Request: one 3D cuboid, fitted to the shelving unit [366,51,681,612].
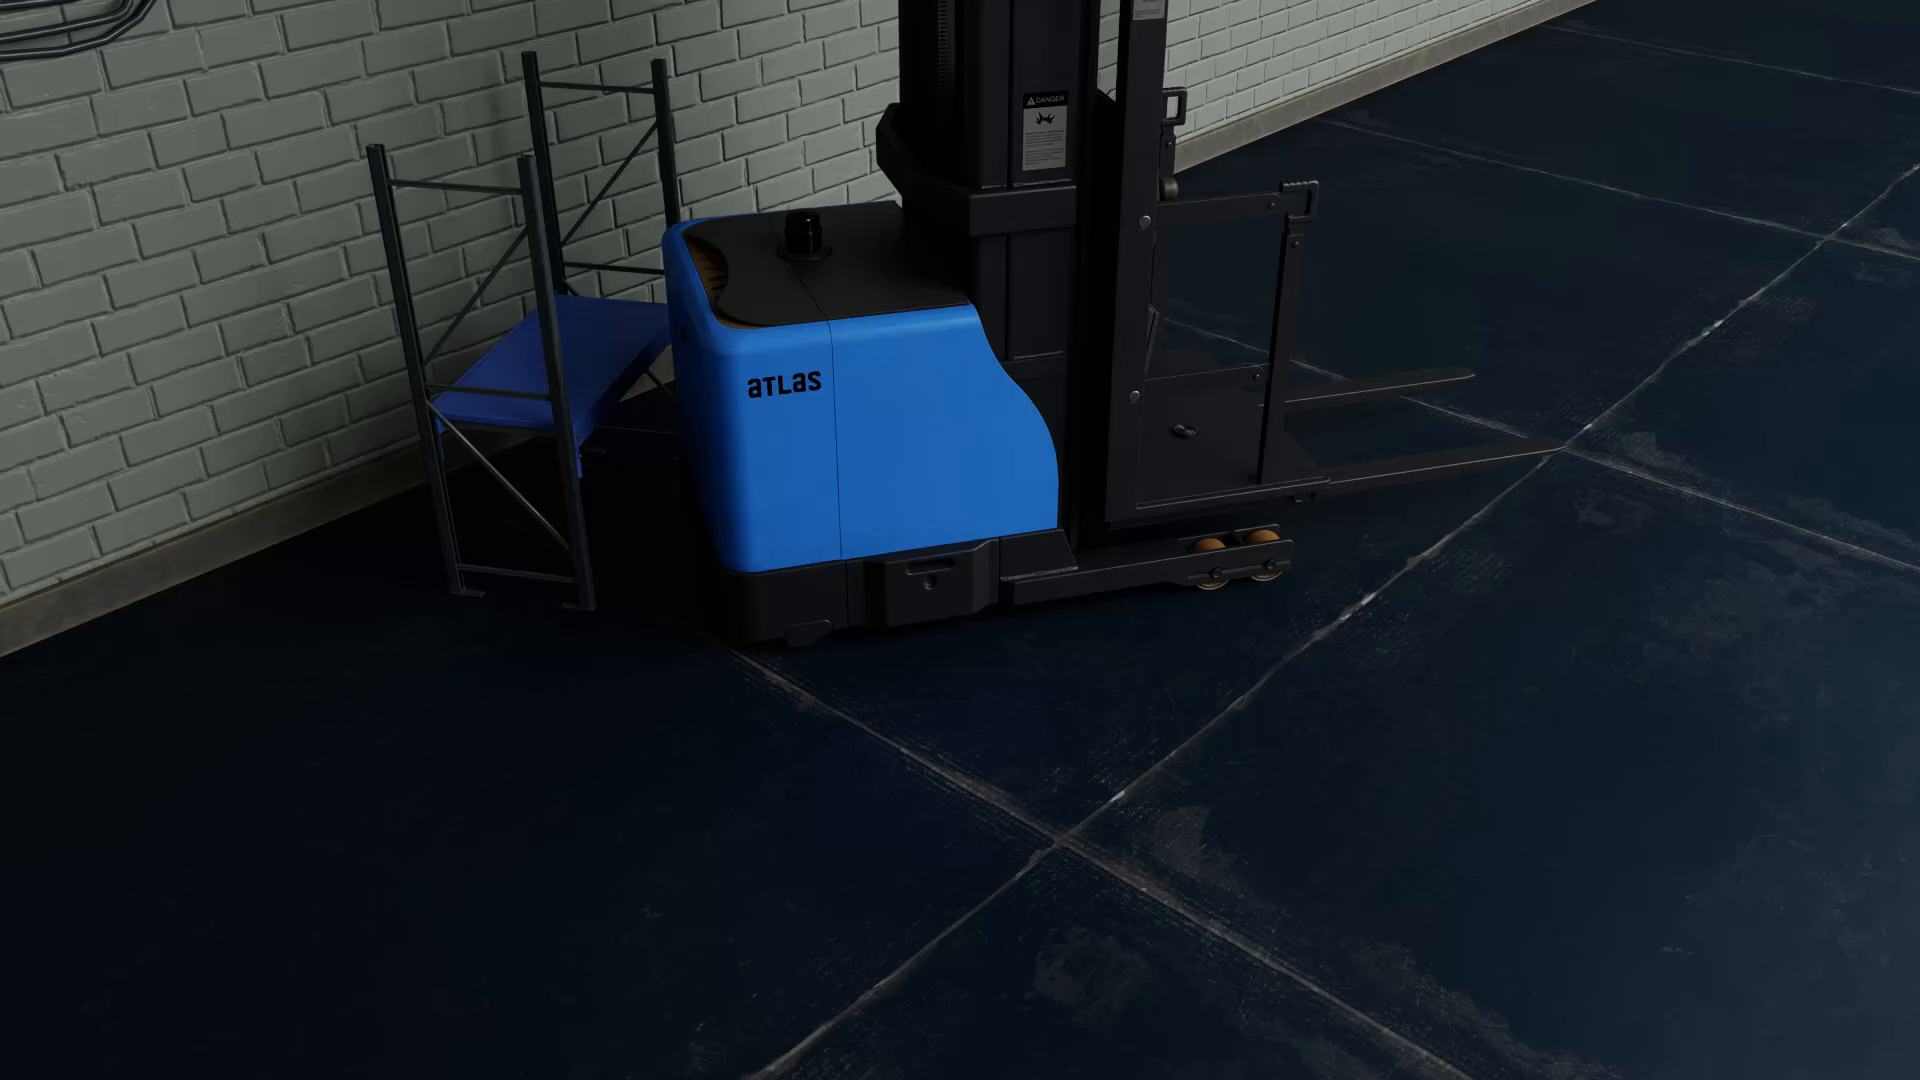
[{"bbox_3d":[-1.320,-0.701,5.461,0.538,1.500,1.048,6,32,10],"label":"shelving unit"}]

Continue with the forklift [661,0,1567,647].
[{"bbox_3d":[0.598,-1.345,5.142,3.031,2.935,1.130,-8,32,-14],"label":"forklift"}]

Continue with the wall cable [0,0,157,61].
[{"bbox_3d":[-3.252,-1.981,3.327,0.112,2.526,3.097,25,39,35],"label":"wall cable"}]

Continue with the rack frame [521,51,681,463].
[{"bbox_3d":[-1.214,-0.958,5.887,0.500,1.500,0.032,6,32,10],"label":"rack frame"}]

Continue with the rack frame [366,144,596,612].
[{"bbox_3d":[-1.426,-0.445,5.035,0.500,1.500,0.032,6,32,10],"label":"rack frame"}]

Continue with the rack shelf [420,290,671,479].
[{"bbox_3d":[-1.320,-0.547,5.554,0.538,0.185,1.000,6,32,10],"label":"rack shelf"}]
